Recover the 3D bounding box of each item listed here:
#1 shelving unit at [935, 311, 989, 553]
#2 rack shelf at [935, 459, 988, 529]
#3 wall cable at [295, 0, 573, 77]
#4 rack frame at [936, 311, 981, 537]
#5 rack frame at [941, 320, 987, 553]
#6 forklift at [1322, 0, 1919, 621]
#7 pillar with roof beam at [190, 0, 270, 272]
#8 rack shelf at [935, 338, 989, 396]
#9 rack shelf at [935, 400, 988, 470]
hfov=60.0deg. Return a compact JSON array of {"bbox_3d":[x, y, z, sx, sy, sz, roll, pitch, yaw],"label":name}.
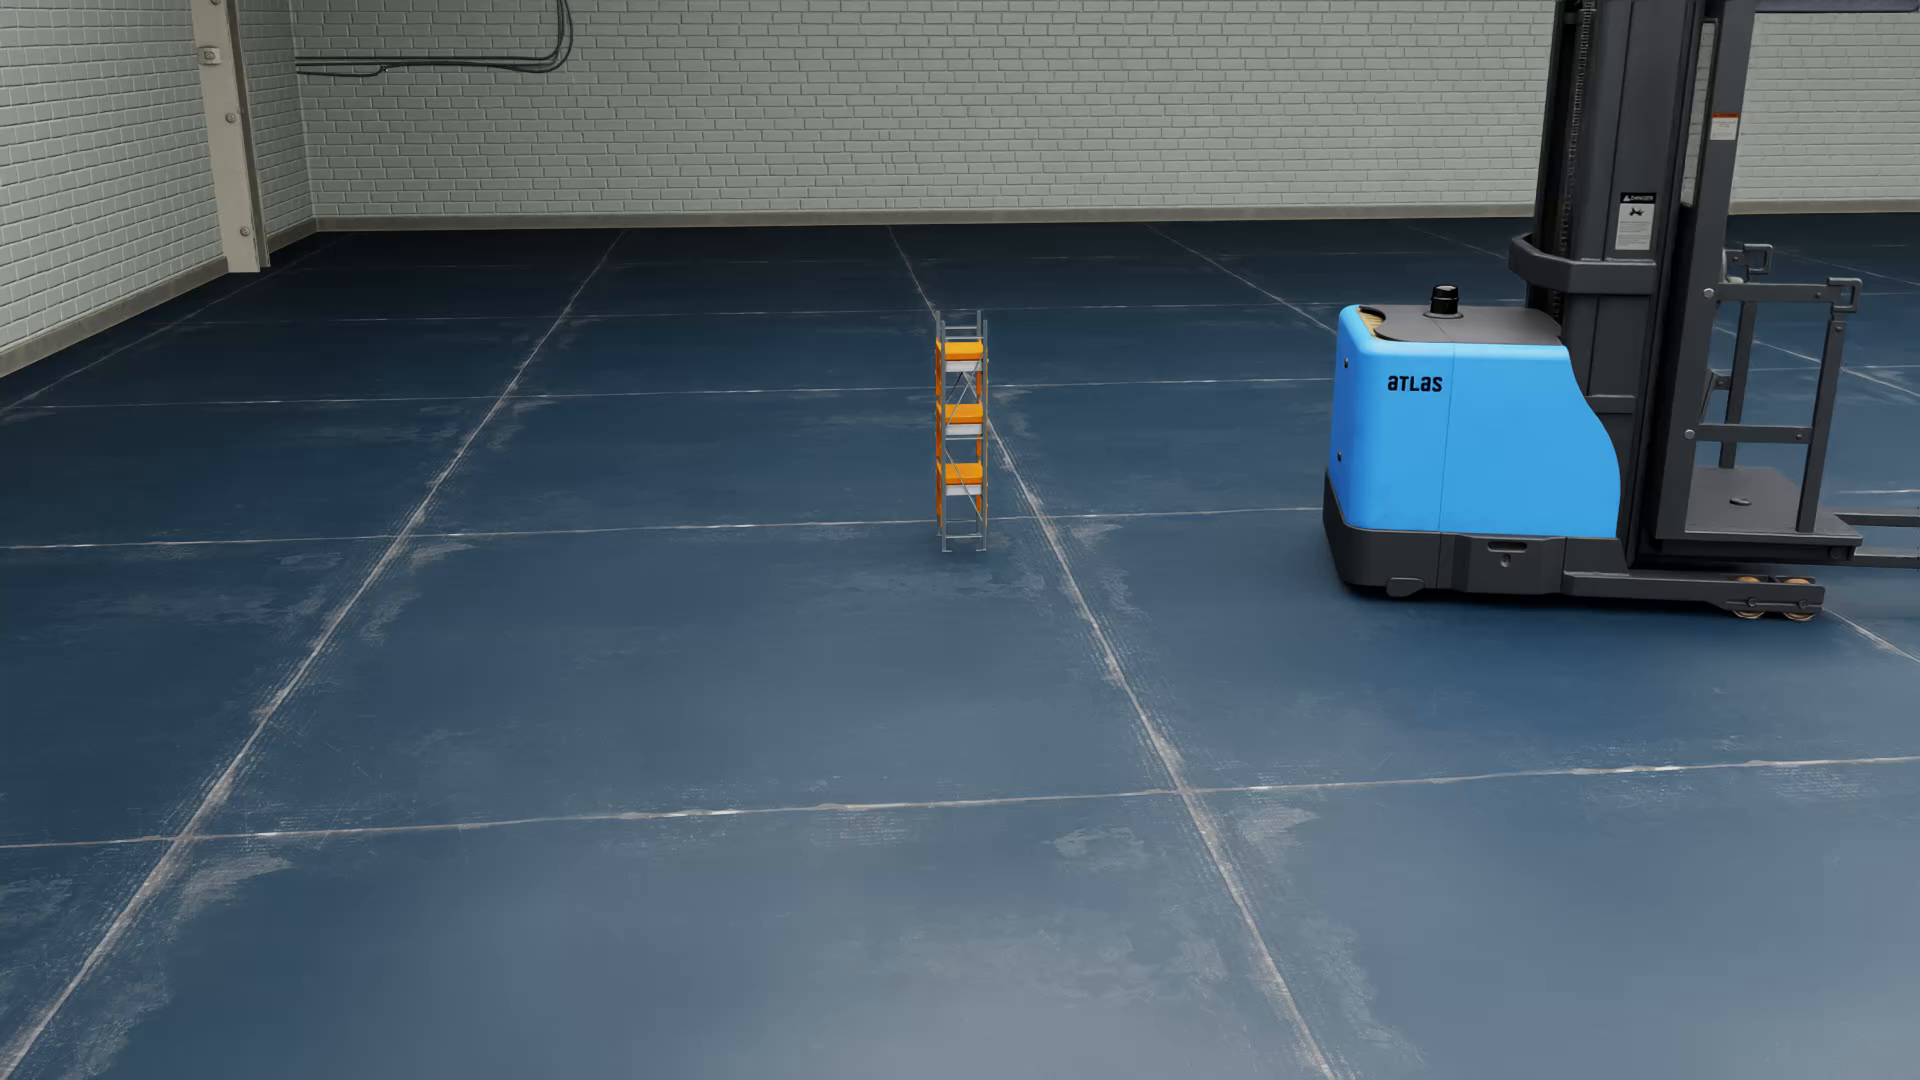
[{"bbox_3d":[0.006,-0.485,7.469,0.215,1.050,0.252,-2,18,-6],"label":"shelving unit"},{"bbox_3d":[0.006,-0.210,7.555,0.215,0.259,0.240,-2,18,-6],"label":"rack shelf"},{"bbox_3d":[-5.817,-6.327,17.991,3.097,2.526,0.112,-2,18,-6],"label":"wall cable"},{"bbox_3d":[-0.007,-0.521,7.585,0.200,1.050,0.008,-2,18,-6],"label":"rack frame"},{"bbox_3d":[0.018,-0.449,7.353,0.200,1.050,0.008,-2,18,-6],"label":"rack frame"},{"bbox_3d":[3.139,-1.244,6.748,3.031,2.935,1.130,2,18,7],"label":"forklift"},{"bbox_3d":[-2.546,-7.023,15.024,9.100,9.000,0.400,-2,18,-6],"label":"pillar with roof beam"},{"bbox_3d":[0.006,-0.746,7.387,0.215,0.259,0.240,-2,18,-6],"label":"rack shelf"},{"bbox_3d":[0.006,-0.475,7.472,0.215,0.259,0.240,-2,18,-6],"label":"rack shelf"}]
